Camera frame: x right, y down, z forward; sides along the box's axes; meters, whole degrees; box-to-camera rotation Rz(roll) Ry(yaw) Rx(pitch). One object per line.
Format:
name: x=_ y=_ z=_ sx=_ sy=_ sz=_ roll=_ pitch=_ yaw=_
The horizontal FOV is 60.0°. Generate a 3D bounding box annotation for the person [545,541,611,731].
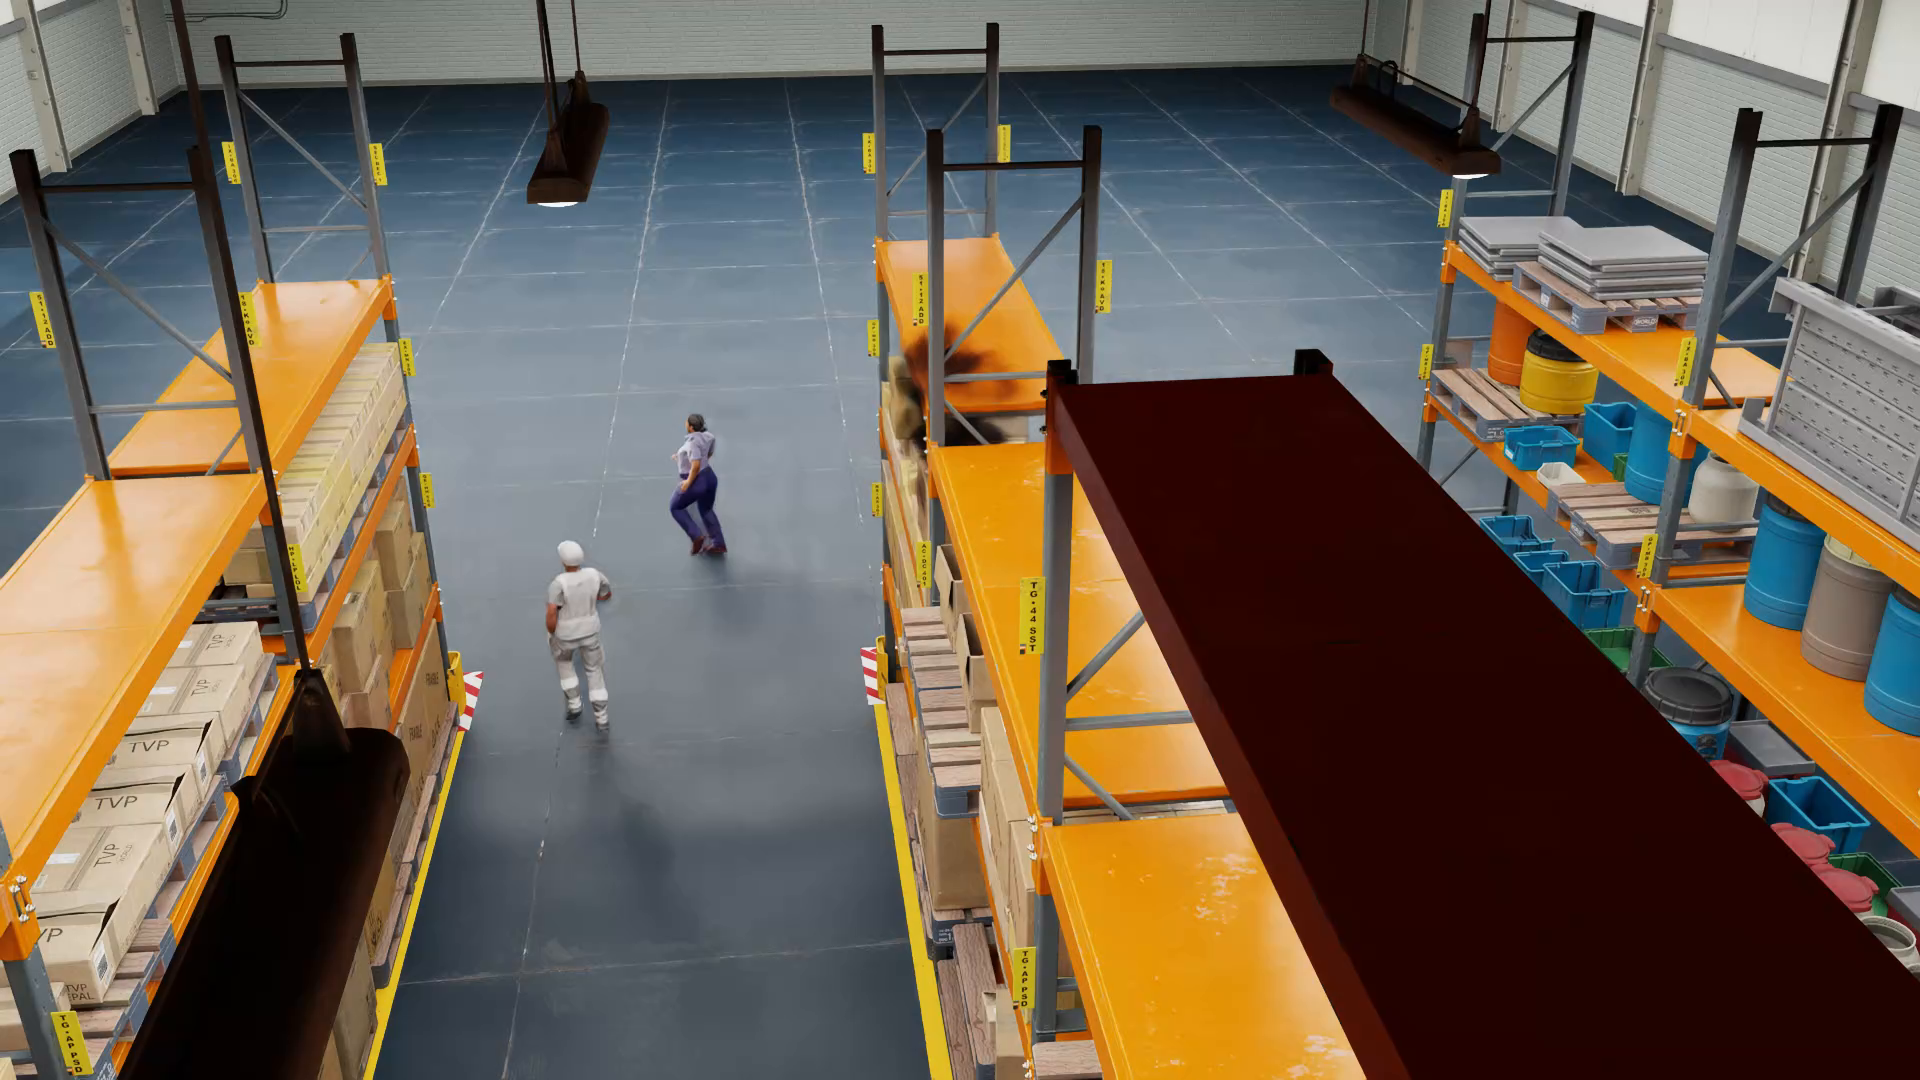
person: x=-3.347 y=0.844 z=14.627 sx=0.664 sy=1.850 sz=0.770 roll=-13 pitch=28 yaw=-25

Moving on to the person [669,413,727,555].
person: x=-2.850 y=-0.608 z=17.881 sx=0.639 sy=1.621 sz=0.584 roll=15 pitch=29 yaw=28
